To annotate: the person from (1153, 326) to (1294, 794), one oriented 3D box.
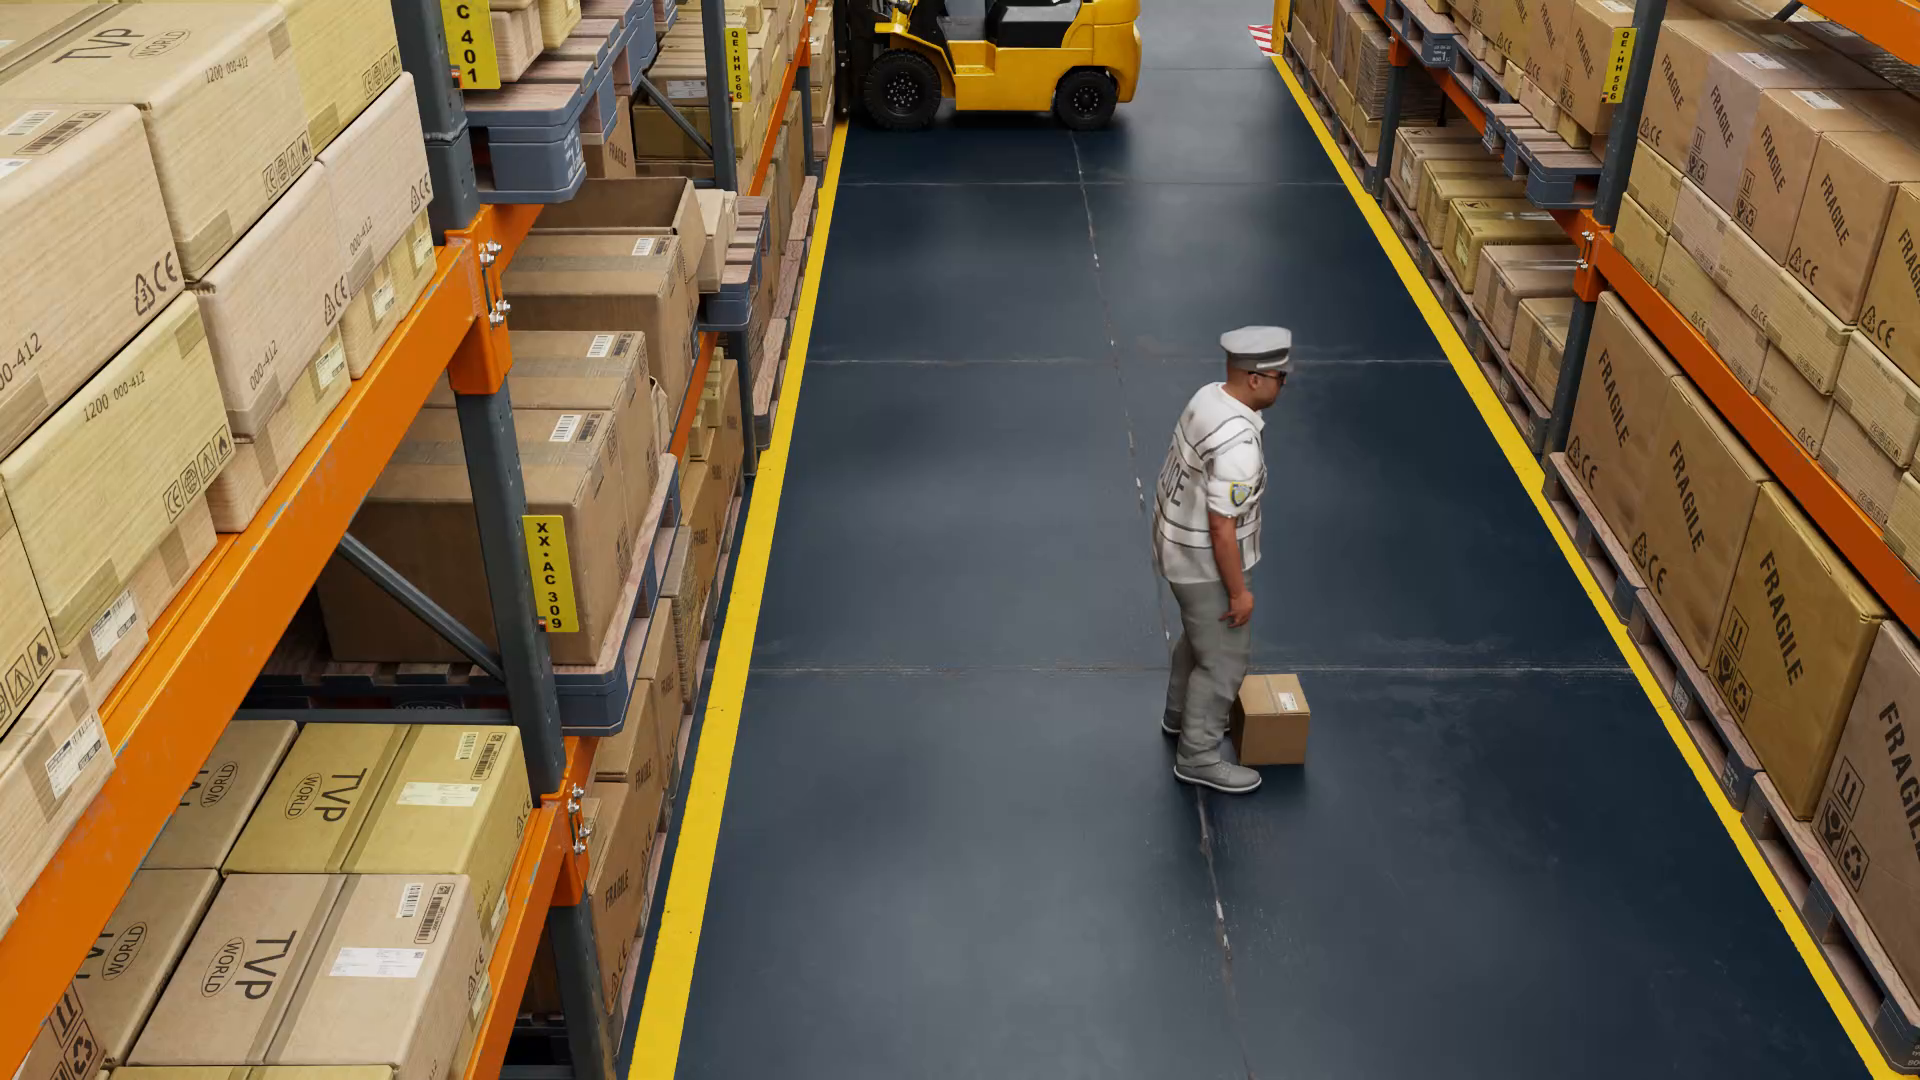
[{"bbox_3d":[0.920,0.059,6.030,0.435,1.748,0.593,-1,31,-1],"label":"person"}]
